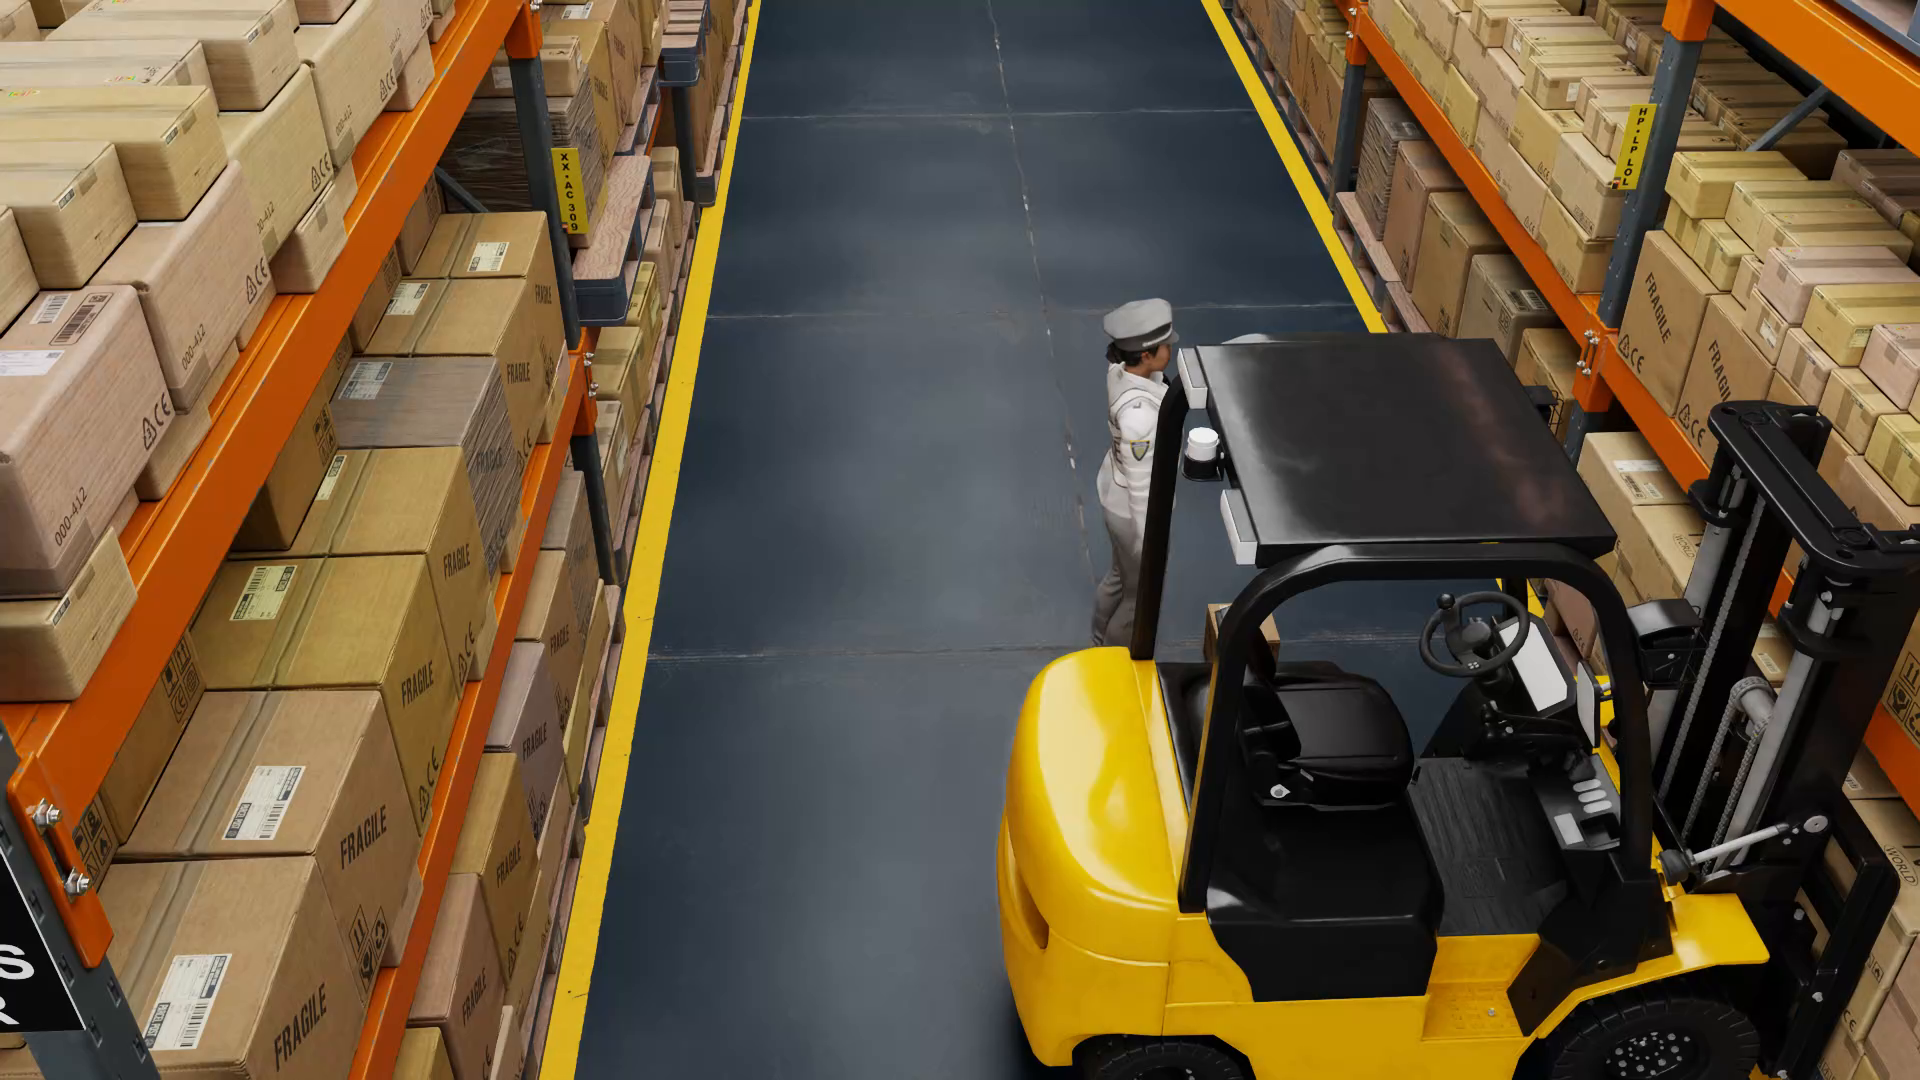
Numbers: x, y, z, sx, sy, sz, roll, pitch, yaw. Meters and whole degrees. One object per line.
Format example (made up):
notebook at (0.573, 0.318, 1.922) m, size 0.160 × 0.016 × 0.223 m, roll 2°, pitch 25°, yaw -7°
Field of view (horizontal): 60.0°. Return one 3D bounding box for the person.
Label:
person at (0.678, -0.142, 6.335) m, size 0.341 × 1.679 × 0.465 m, roll -1°, pitch 35°, yaw -1°
